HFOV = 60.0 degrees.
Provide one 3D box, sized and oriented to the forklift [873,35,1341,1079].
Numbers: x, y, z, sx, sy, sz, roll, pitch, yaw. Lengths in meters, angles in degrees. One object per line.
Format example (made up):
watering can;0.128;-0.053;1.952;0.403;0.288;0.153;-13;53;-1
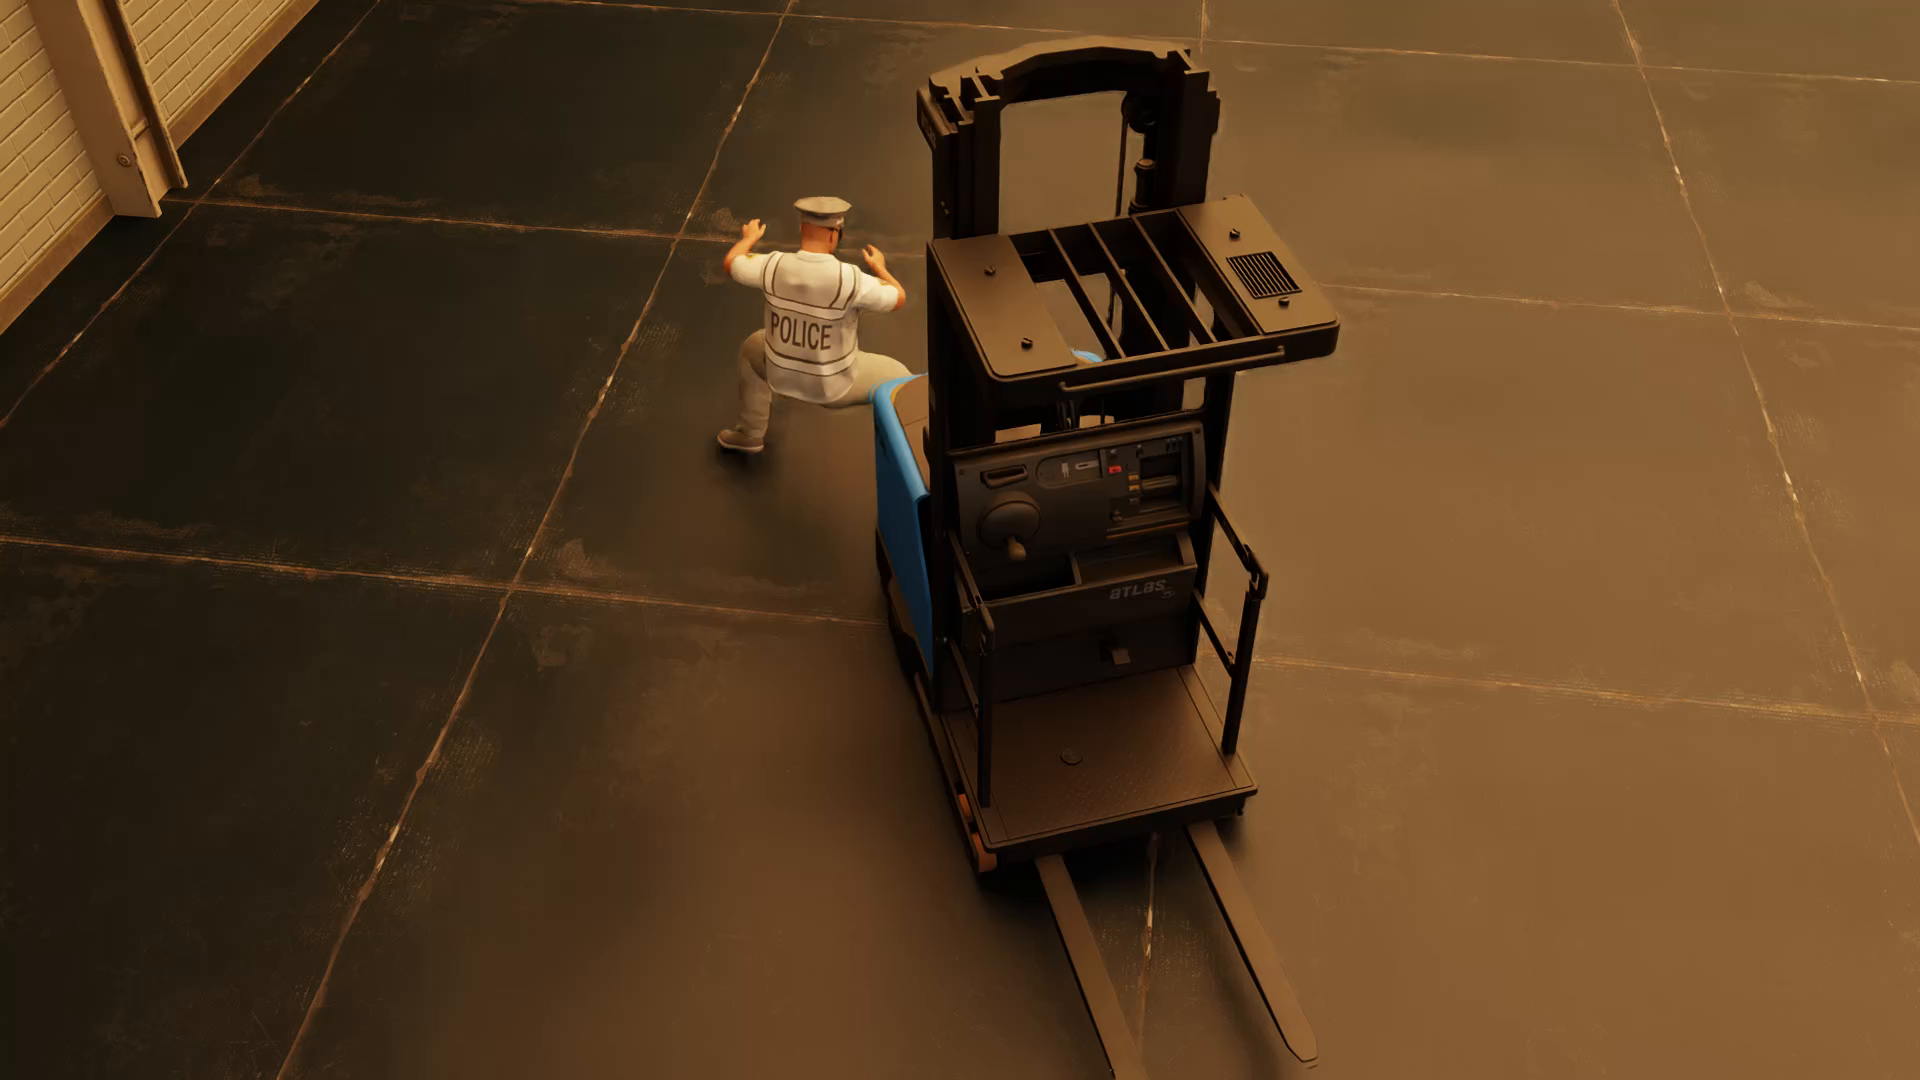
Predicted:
forklift;0.496;-0.085;5.816;1.130;2.935;3.031;-10;44;-11

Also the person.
person;-0.647;-0.976;7.833;1.151;1.500;0.746;12;44;12
